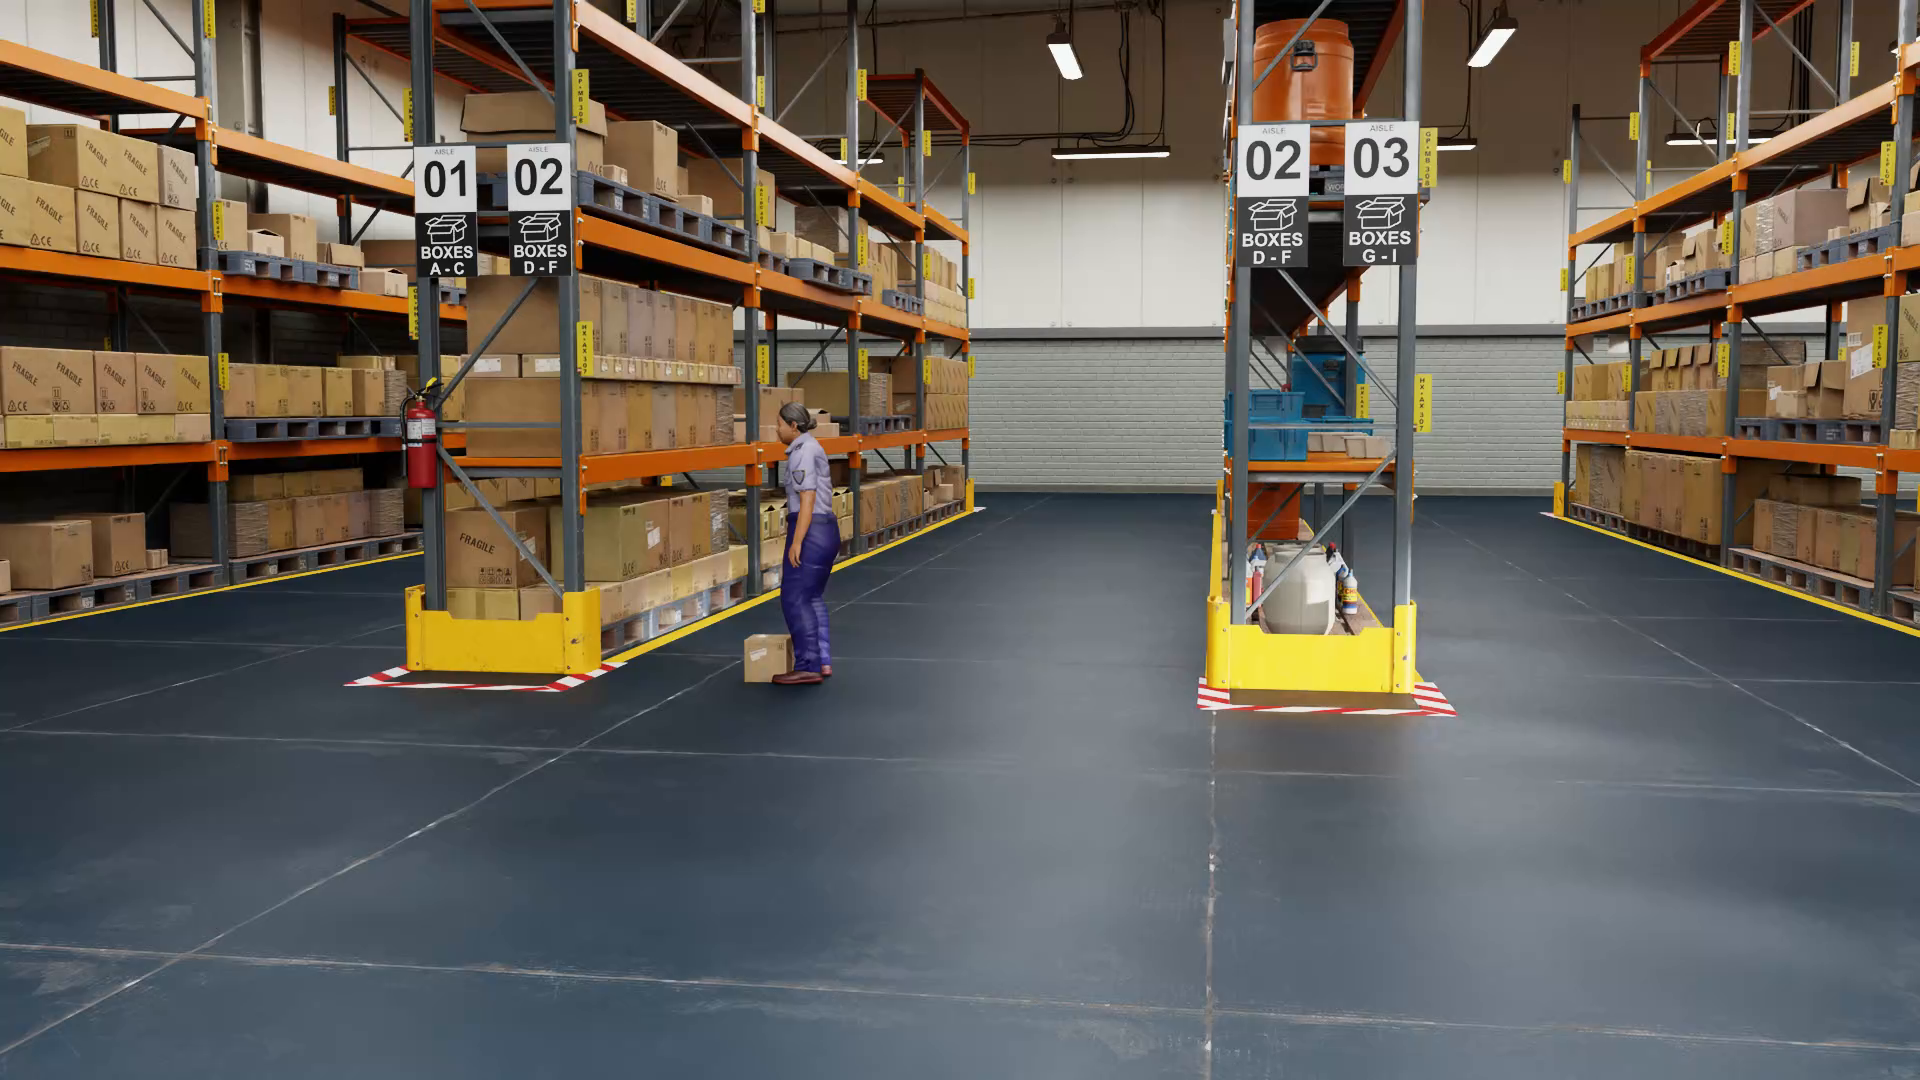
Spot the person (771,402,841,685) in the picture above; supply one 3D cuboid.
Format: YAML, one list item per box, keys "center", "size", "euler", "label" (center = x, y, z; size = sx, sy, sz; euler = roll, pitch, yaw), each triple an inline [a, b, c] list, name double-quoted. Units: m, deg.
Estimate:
- center: [-0.906, 0.010, 9.827]
  size: [0.379, 1.651, 0.561]
  euler: [0, 5, 5]
  label: "person"
